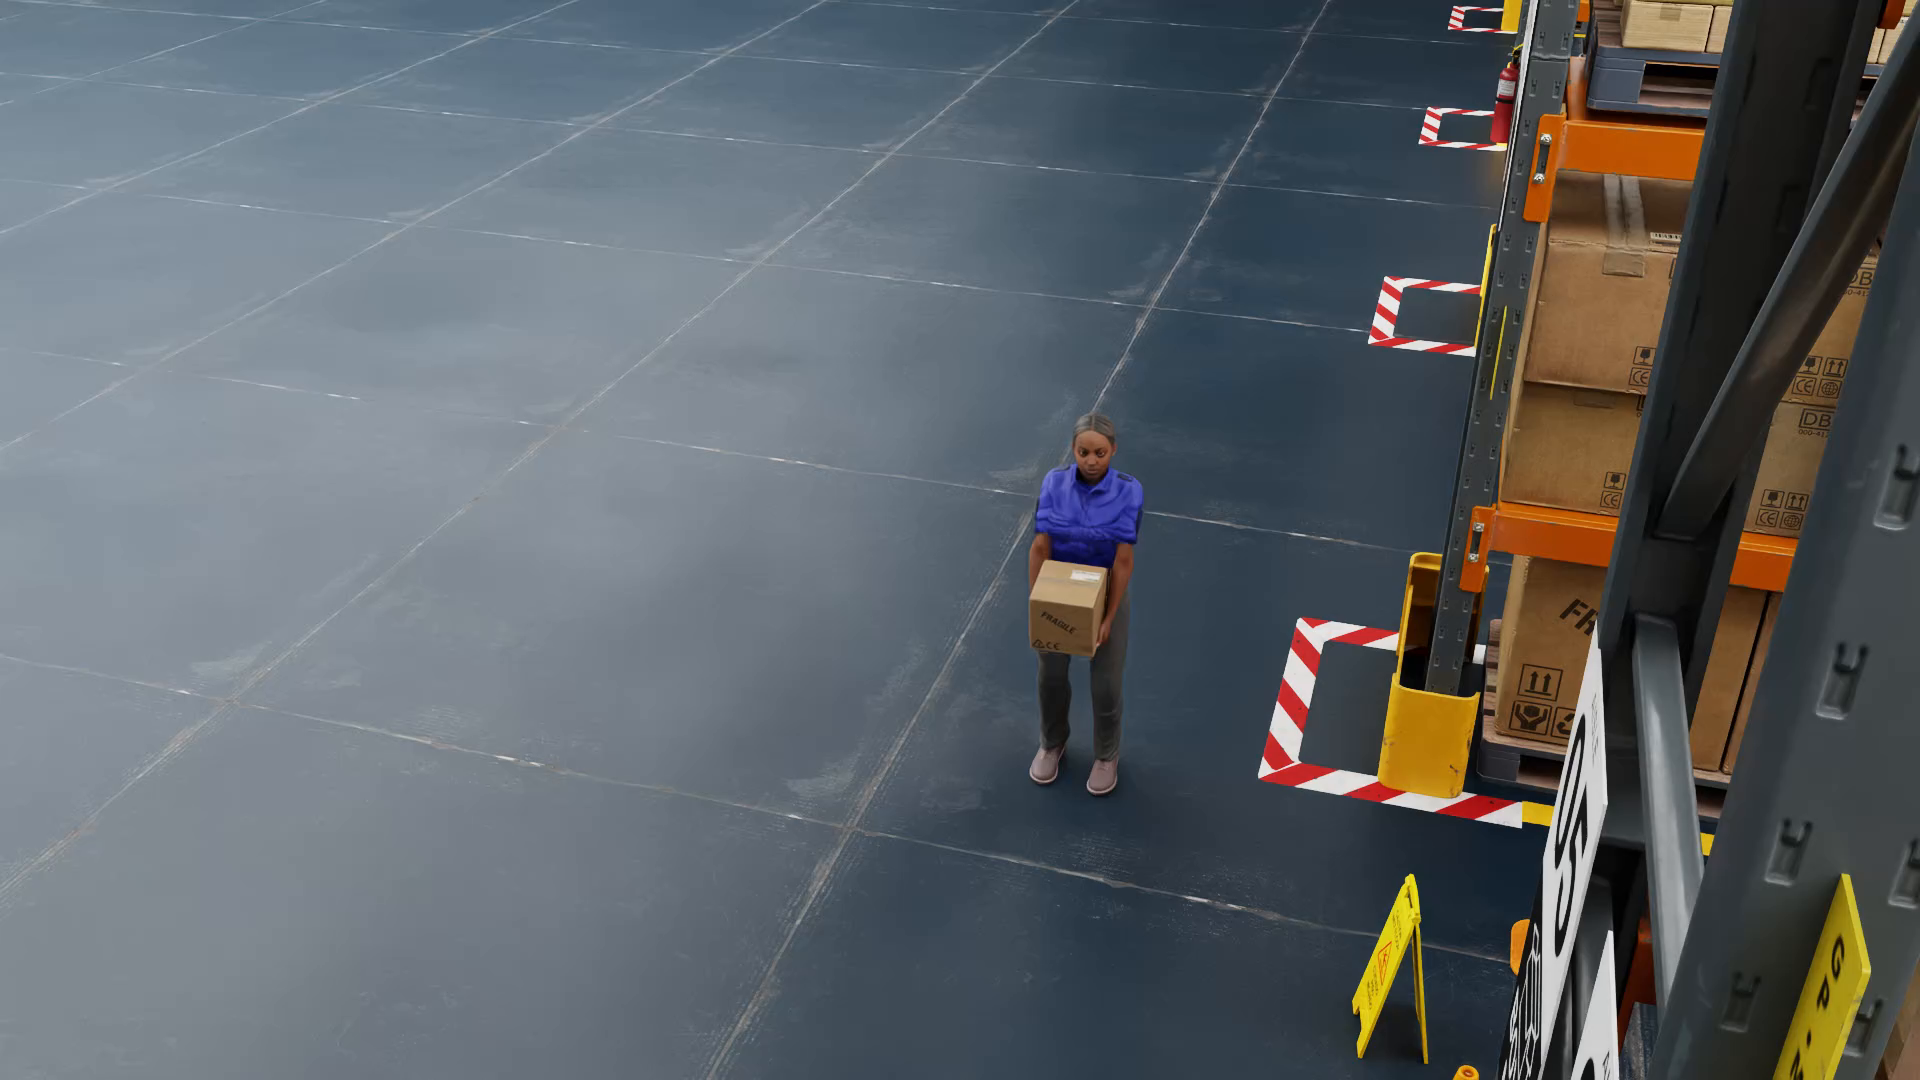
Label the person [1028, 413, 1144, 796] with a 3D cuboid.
[{"bbox_3d":[0.478,0.297,6.616,0.423,1.656,0.506,8,30,14],"label":"person"}]
